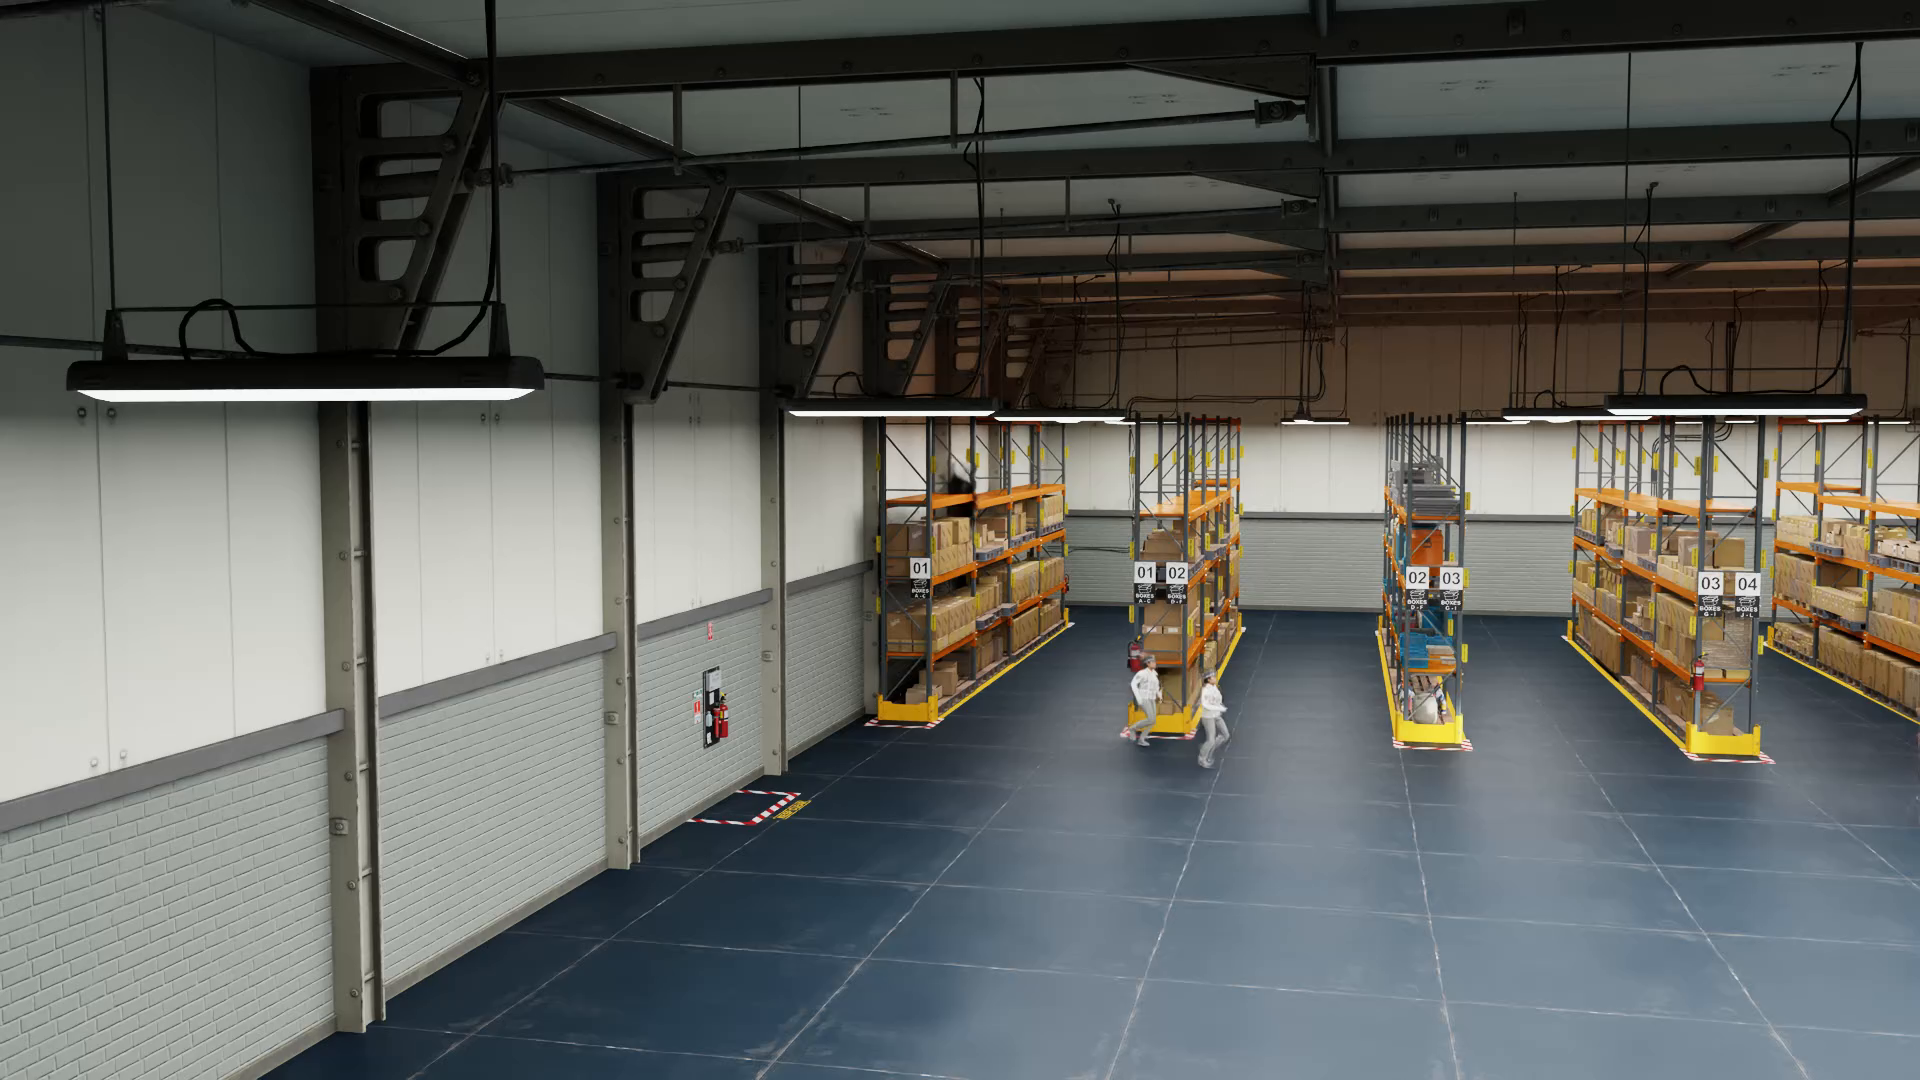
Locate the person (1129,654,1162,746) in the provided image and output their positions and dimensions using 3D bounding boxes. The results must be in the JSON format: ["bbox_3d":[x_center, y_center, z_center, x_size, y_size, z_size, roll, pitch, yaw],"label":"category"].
[{"bbox_3d":[3.398,2.875,30.005,0.507,1.627,0.645,3,5,42],"label":"person"}]

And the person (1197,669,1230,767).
[{"bbox_3d":[4.258,2.986,27.950,0.562,1.668,0.671,2,5,32],"label":"person"}]
